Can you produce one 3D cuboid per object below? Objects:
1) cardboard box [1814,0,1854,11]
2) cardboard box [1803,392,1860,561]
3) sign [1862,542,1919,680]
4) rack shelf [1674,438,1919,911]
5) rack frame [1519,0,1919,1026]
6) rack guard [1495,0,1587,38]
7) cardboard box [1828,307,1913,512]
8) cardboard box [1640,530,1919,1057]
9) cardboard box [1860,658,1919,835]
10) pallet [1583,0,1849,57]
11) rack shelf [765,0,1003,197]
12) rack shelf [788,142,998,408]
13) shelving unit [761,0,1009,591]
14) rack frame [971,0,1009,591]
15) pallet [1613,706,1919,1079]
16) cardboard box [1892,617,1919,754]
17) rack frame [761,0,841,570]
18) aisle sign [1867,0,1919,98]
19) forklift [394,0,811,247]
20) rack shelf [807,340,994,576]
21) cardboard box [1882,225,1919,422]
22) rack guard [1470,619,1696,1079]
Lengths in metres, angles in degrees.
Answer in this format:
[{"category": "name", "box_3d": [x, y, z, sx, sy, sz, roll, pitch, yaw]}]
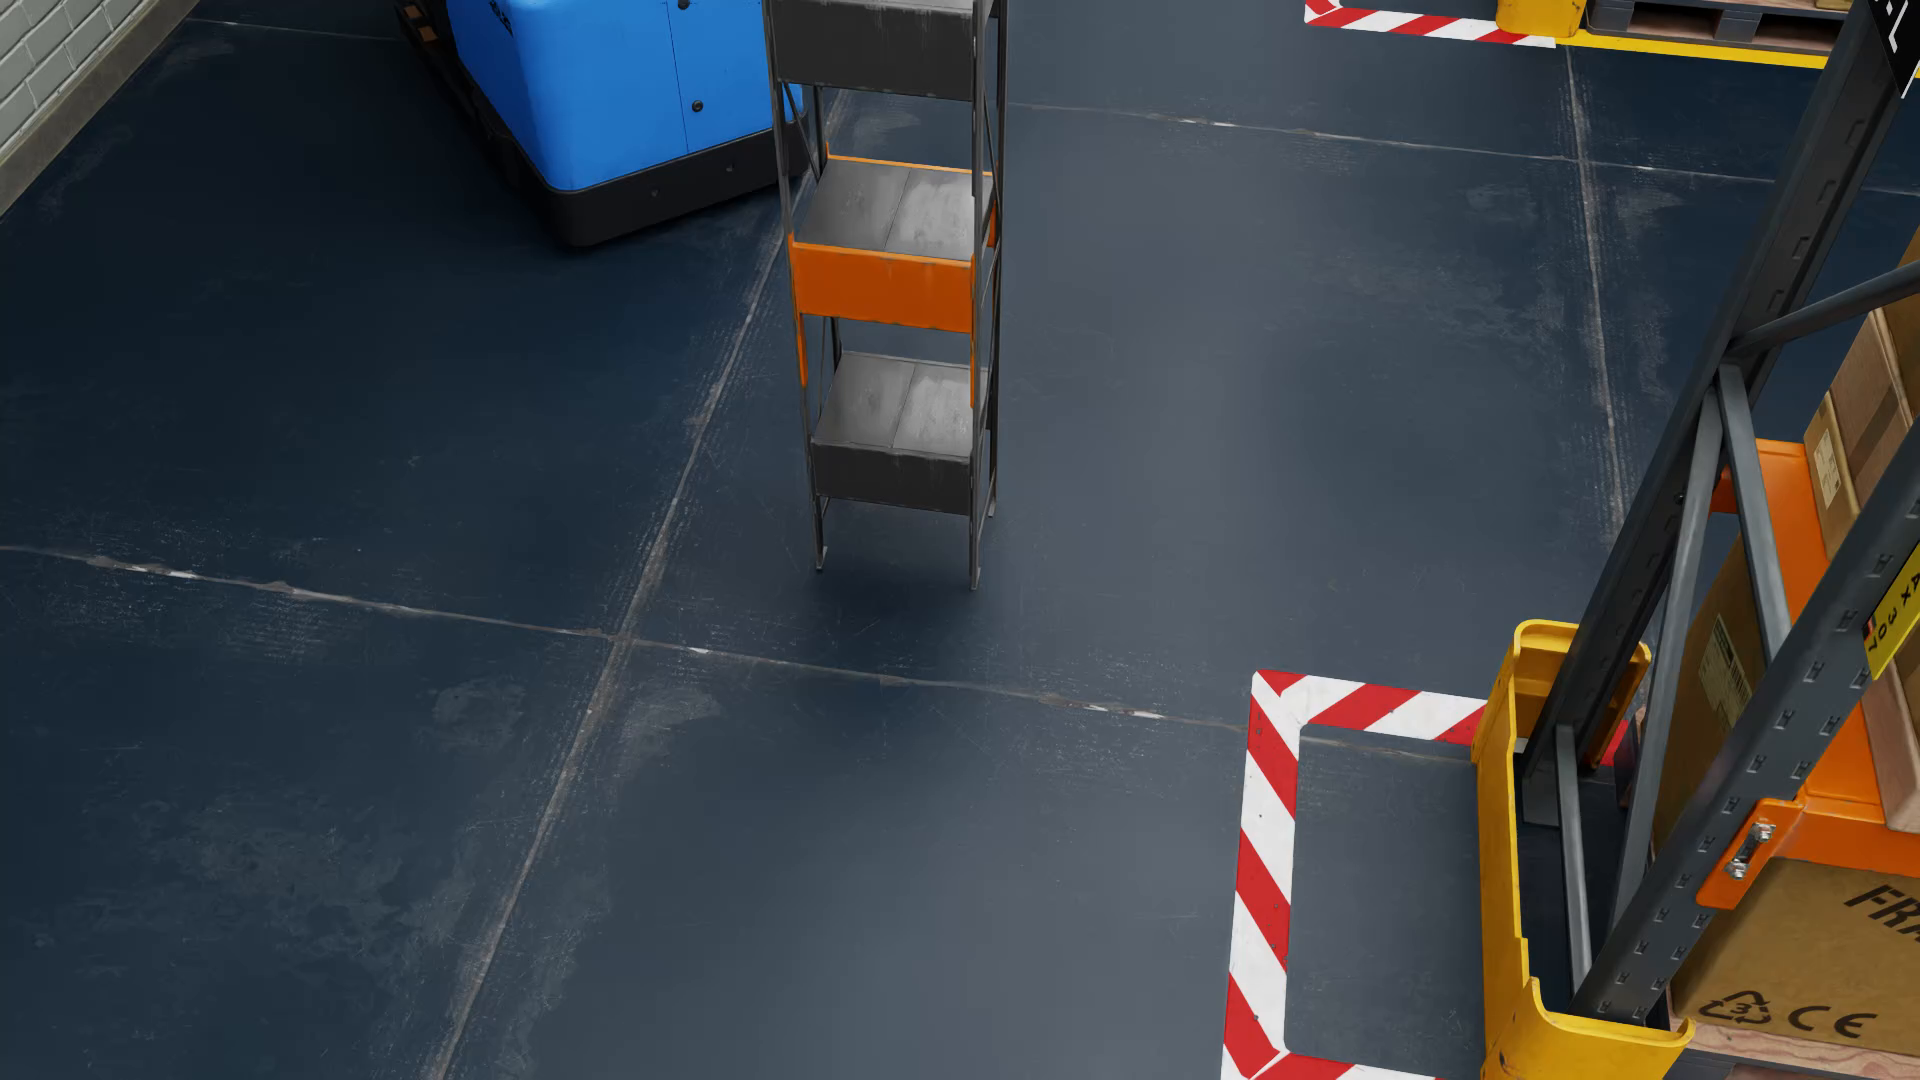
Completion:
[{"category": "cardboard box", "box_3d": [3.743, -2.397, 7.022, 0.250, 0.149, 0.380, 8, 49, 7]}, {"category": "cardboard box", "box_3d": [1.962, -0.123, 3.512, 0.250, 0.149, 0.380, 9, 49, 8]}, {"category": "sign", "box_3d": [1.448, 0.077, 2.529, 0.005, 0.325, 0.100, 8, 49, 7]}, {"category": "rack shelf", "box_3d": [3.521, 0.492, 3.275, 4.000, 0.370, 1.077, 8, 49, 7]}, {"category": "rack frame", "box_3d": [1.553, -0.013, 3.245, 0.127, 3.000, 1.000, 8, 49, 7]}, {"category": "rack guard", "box_3d": [2.609, -2.784, 7.416, 0.348, 0.500, 1.175, 8, 49, 7]}, {"category": "cardboard box", "box_3d": [2.077, -0.192, 3.307, 0.500, 0.250, 0.500, 7, 48, 6]}, {"category": "cardboard box", "box_3d": [2.197, 0.583, 3.855, 0.875, 0.875, 0.875, 8, 49, 7]}, {"category": "cardboard box", "box_3d": [1.843, 0.360, 3.079, 0.250, 0.149, 0.380, 8, 49, 7]}, {"category": "pallet", "box_3d": [3.402, -2.554, 7.403, 1.213, 0.211, 1.003, 8, 49, 7]}, {"category": "rack shelf", "box_3d": [-0.163, -1.182, 3.978, 0.480, 0.518, 0.431, 8, 49, 7]}, {"category": "rack shelf", "box_3d": [-0.163, -0.715, 4.499, 0.480, 0.518, 0.431, 8, 49, 7]}, {"category": "shelving unit", "box_3d": [-0.163, -0.724, 4.489, 0.503, 2.100, 0.431, 8, 49, 7]}, {"category": "rack frame", "box_3d": [0.077, -0.691, 4.460, 0.015, 2.100, 0.400, 8, 49, 7]}, {"category": "pallet", "box_3d": [2.353, 0.968, 4.238, 1.213, 0.211, 1.003, 8, 49, 7]}, {"category": "cardboard box", "box_3d": [1.977, 0.199, 2.955, 0.500, 0.250, 0.500, 7, 48, 6]}, {"category": "rack frame", "box_3d": [-0.403, -0.756, 4.518, 0.015, 2.100, 0.400, 8, 49, 7]}, {"category": "aisle sign", "box_3d": [1.535, -1.111, 2.484, 0.004, 0.787, 0.394, 8, 49, 7]}, {"category": "forklift", "box_3d": [-1.757, -3.150, 6.110, 1.130, 2.935, 3.031, -24, 52, -20]}, {"category": "rack shelf", "box_3d": [-0.163, -0.247, 5.019, 0.480, 0.518, 0.431, 8, 49, 7]}, {"category": "cardboard box", "box_3d": [2.079, -0.441, 3.026, 0.500, 0.500, 0.500, 8, 49, 7]}, {"category": "rack guard", "box_3d": [1.529, 0.820, 4.177, 0.348, 0.500, 1.175, 8, 49, 7]}]
